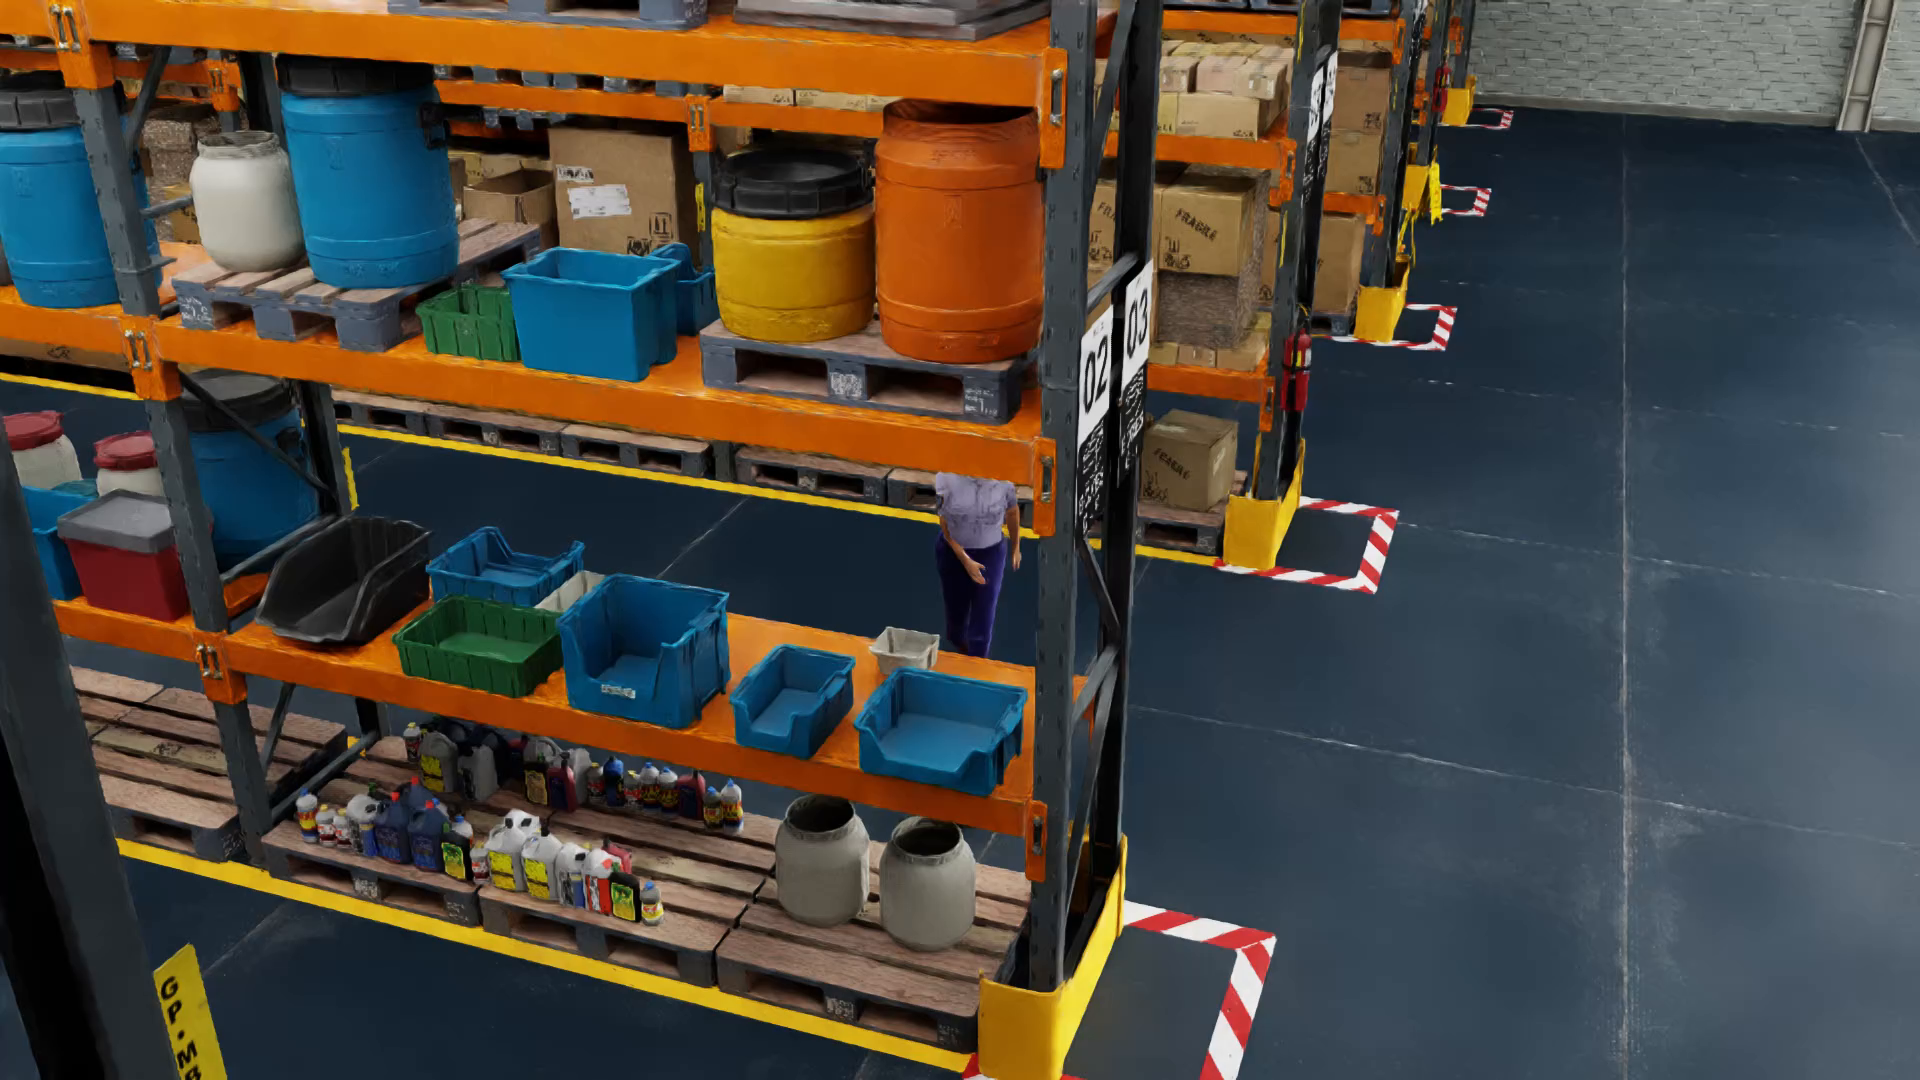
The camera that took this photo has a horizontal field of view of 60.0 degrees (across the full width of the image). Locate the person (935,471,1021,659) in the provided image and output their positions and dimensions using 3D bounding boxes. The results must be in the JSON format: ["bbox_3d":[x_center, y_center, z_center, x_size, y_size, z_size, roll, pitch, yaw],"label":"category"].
[{"bbox_3d":[0.102,0.068,9.439,0.500,1.634,0.716,-2,26,-4],"label":"person"}]
